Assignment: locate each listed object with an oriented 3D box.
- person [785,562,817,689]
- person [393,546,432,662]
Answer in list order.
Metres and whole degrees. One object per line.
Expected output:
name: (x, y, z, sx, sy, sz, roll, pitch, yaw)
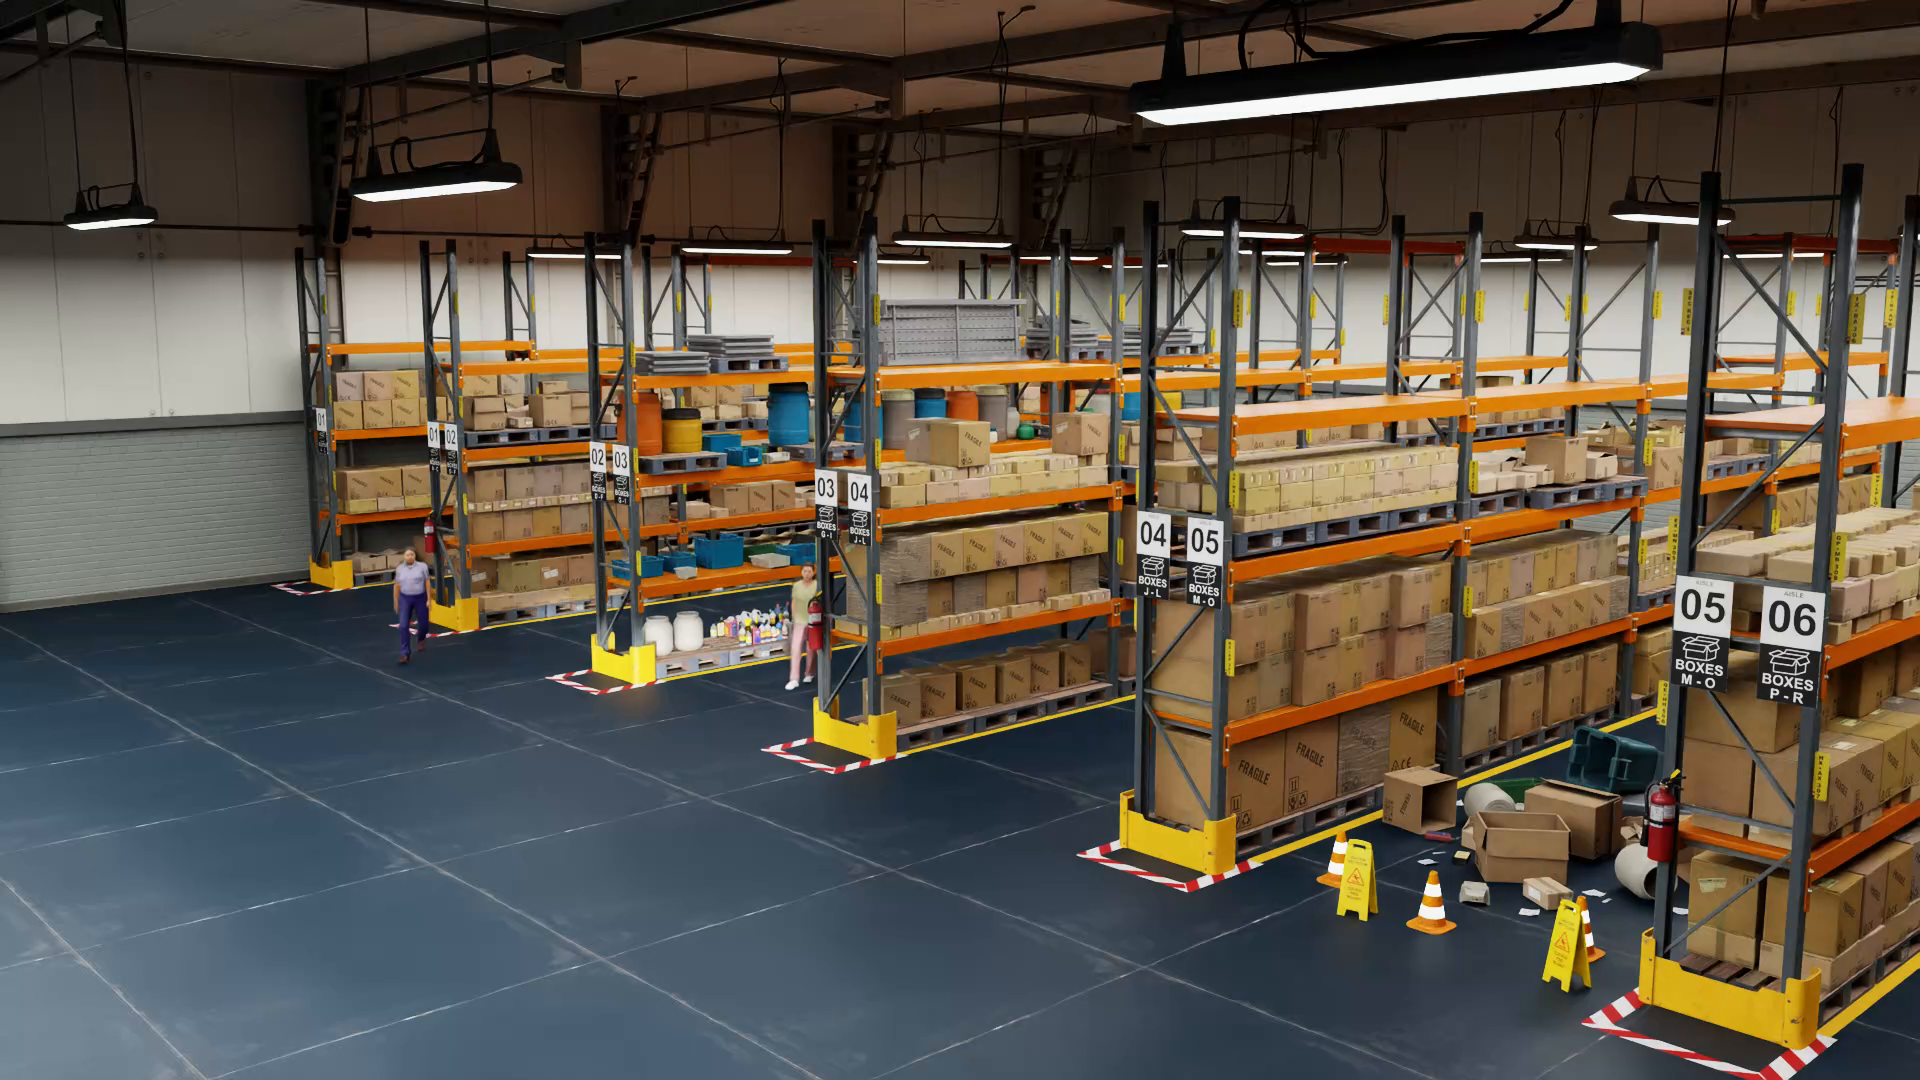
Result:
person: (-2.043, 1.118, 22.012, 0.514, 1.647, 0.820, 0, 8, -1)
person: (-7.815, 0.879, 23.749, 0.529, 1.618, 0.803, -2, 9, -12)
